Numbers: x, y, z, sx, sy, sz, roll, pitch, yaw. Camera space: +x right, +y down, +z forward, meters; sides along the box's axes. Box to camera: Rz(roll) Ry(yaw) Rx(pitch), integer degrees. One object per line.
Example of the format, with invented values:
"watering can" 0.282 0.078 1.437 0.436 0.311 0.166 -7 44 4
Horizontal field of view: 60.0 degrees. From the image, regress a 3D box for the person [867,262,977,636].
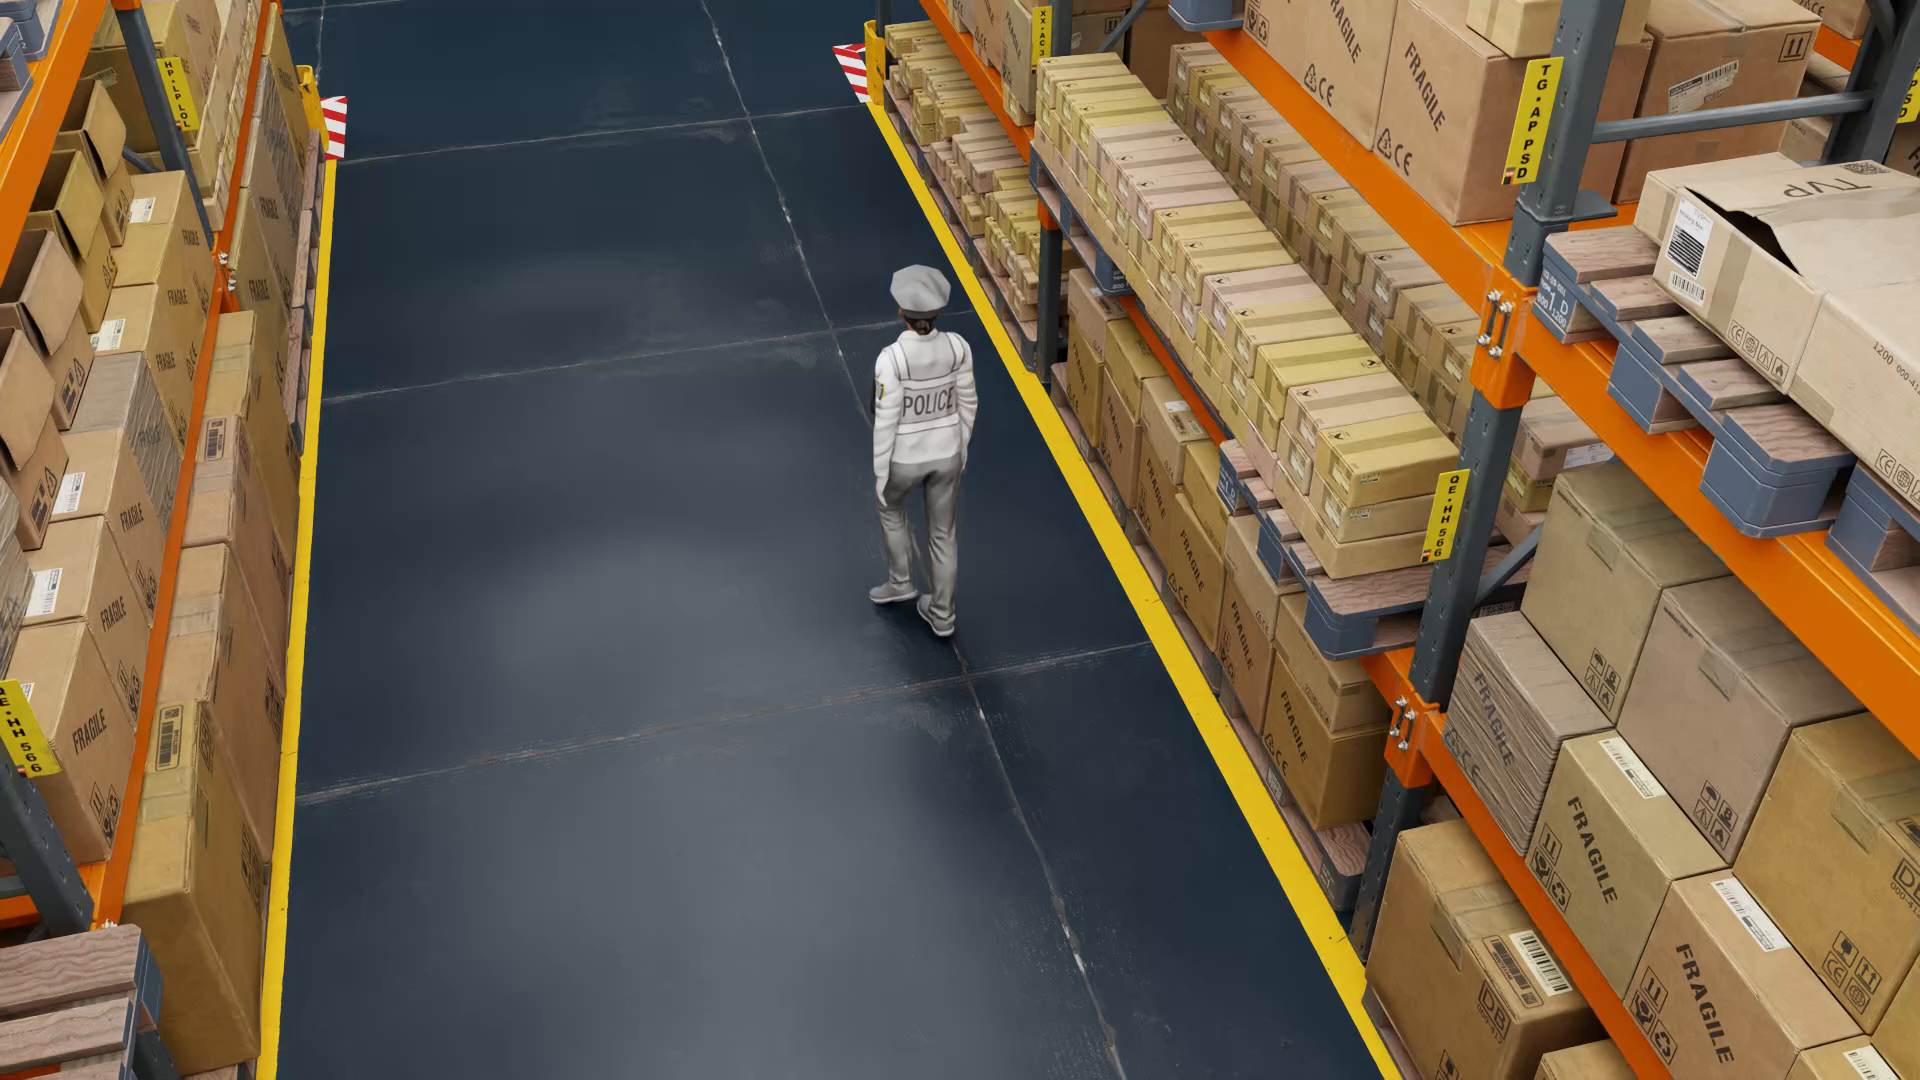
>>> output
"person" -0.153 -0.341 7.164 0.512 1.729 0.580 -13 40 -15
